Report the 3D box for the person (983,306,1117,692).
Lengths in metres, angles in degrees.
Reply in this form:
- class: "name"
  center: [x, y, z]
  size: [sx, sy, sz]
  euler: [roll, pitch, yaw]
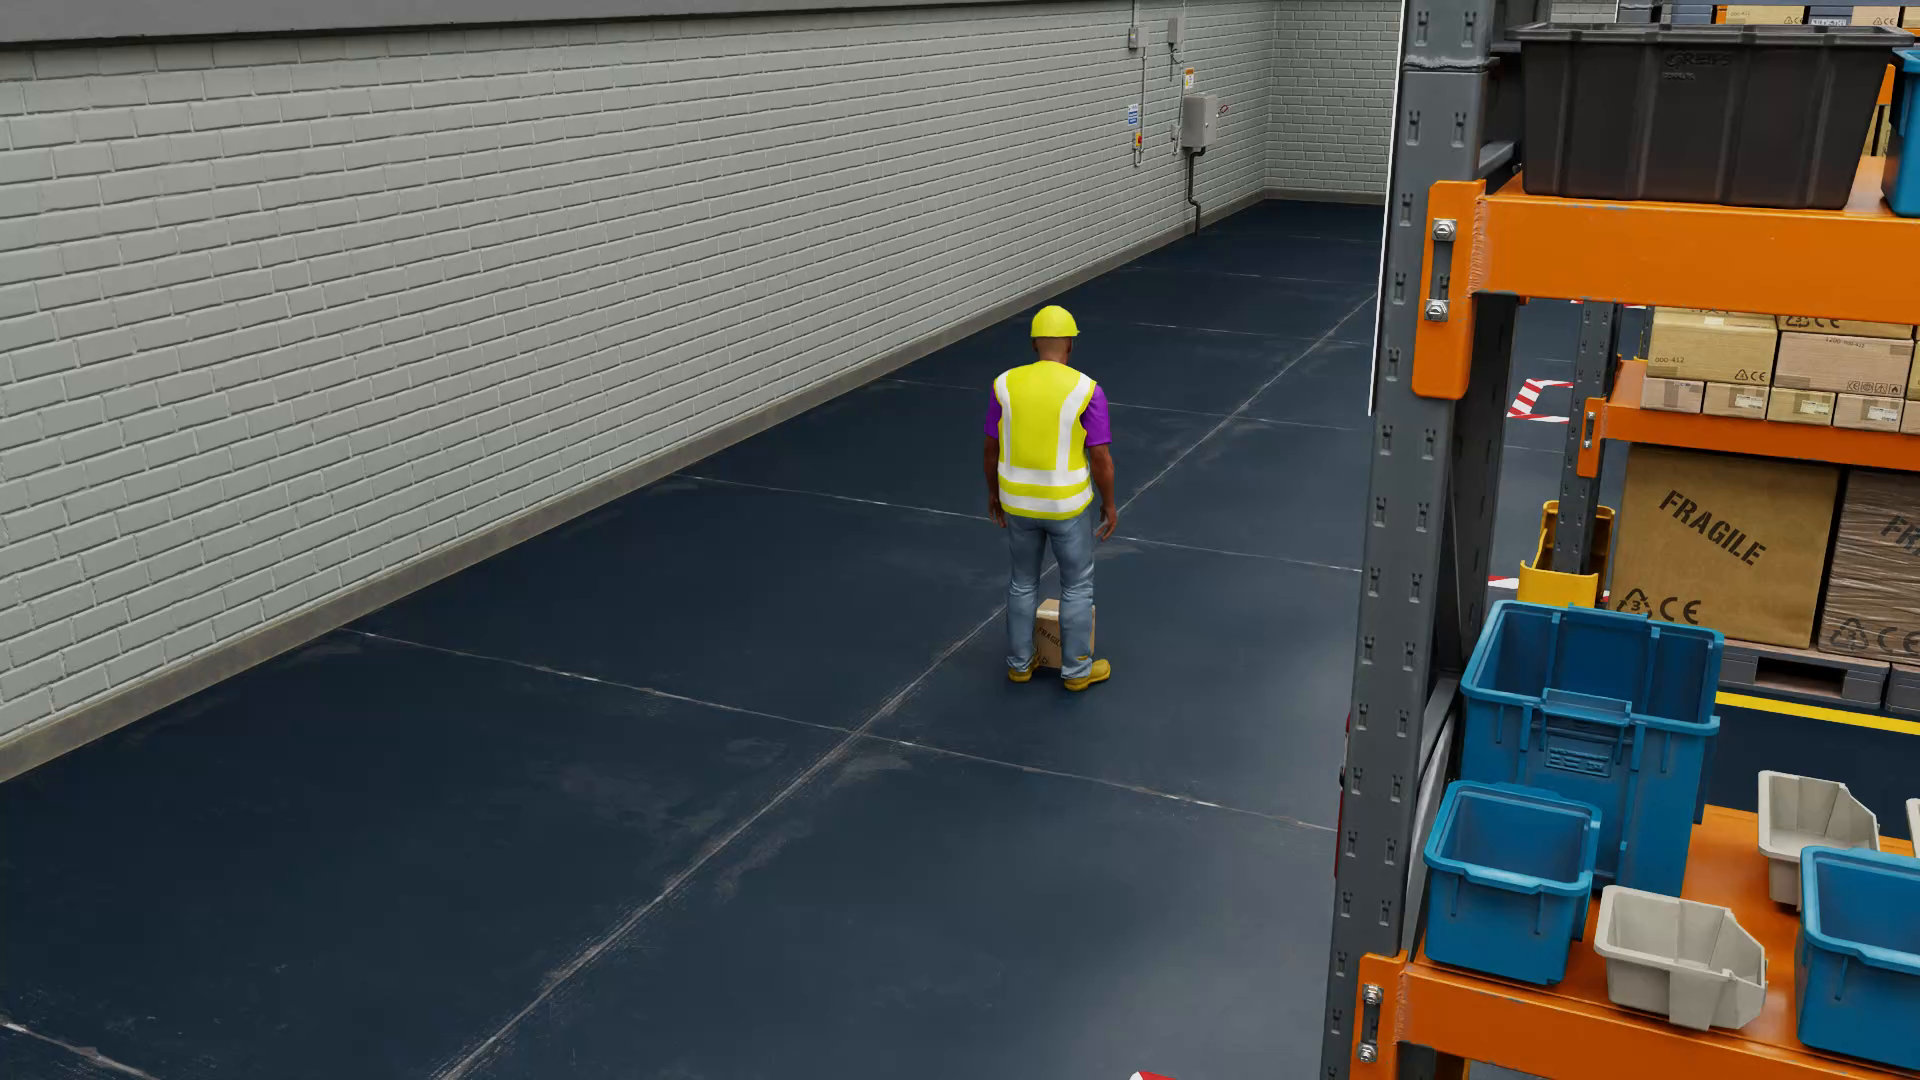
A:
- class: "person"
  center: [0.413, -0.184, 7.575]
  size: [0.625, 1.760, 0.459]
  euler: [8, 20, 22]
